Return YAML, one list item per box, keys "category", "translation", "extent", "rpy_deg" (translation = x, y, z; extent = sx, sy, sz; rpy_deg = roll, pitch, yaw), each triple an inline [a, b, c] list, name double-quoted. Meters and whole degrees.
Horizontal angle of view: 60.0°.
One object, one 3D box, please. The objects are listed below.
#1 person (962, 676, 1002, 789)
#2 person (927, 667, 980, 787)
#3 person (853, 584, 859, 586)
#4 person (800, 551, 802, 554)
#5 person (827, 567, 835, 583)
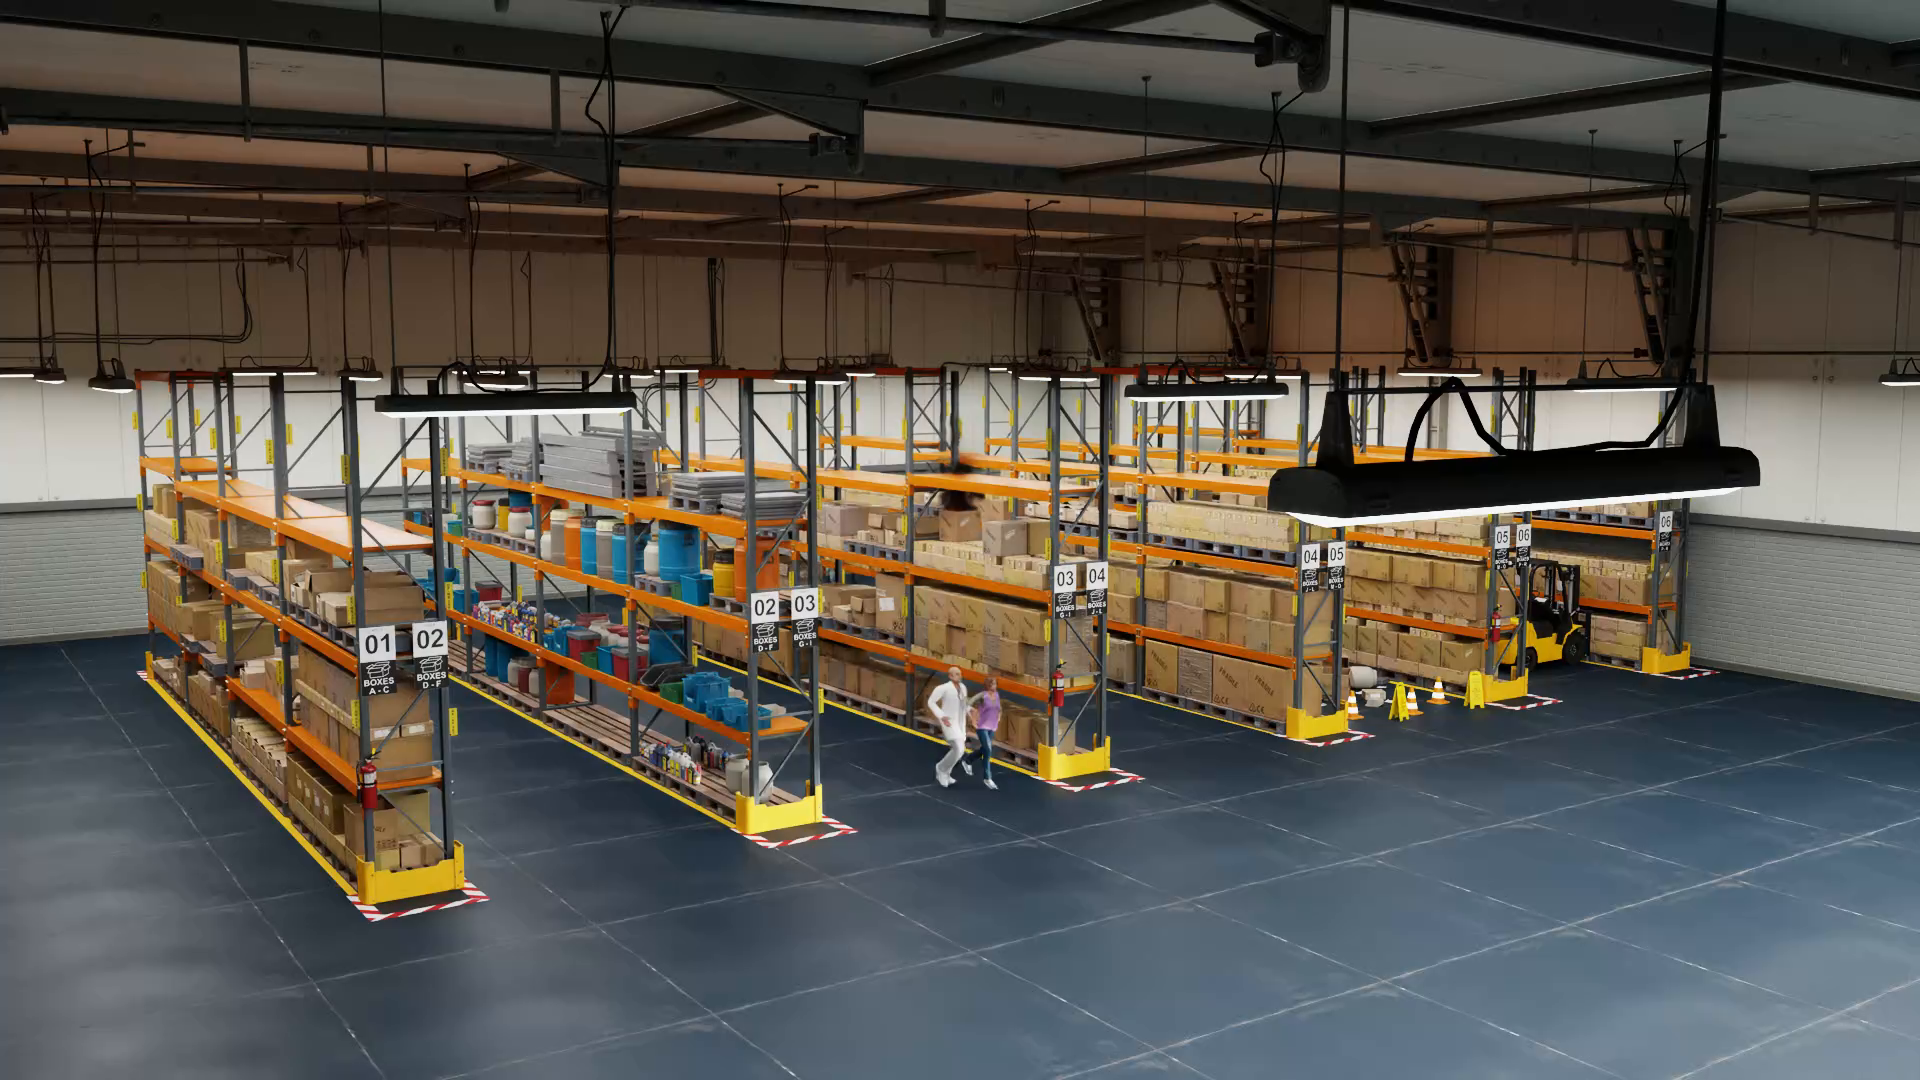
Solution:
- category: "person"
  translation: [0.367, 2.807, 24.502]
  extent: [0.567, 1.580, 0.823]
  rpy_deg: [-6, 9, -41]
- category: "person"
  translation: [-0.074, 2.725, 24.288]
  extent: [0.699, 1.753, 0.686]
  rpy_deg: [5, 8, 40]
- category: "person"
  translation: [-2.040, 1.704, 33.805]
  extent: [0.590, 1.629, 0.593]
  rpy_deg: [-4, 8, -34]
- category: "person"
  translation: [-3.833, 1.047, 38.836]
  extent: [0.719, 1.750, 0.943]
  rpy_deg: [-2, 7, -21]
- category: "person"
  translation: [-3.222, 0.659, 42.486]
  extent: [0.681, 1.824, 0.830]
  rpy_deg: [5, 8, 38]
